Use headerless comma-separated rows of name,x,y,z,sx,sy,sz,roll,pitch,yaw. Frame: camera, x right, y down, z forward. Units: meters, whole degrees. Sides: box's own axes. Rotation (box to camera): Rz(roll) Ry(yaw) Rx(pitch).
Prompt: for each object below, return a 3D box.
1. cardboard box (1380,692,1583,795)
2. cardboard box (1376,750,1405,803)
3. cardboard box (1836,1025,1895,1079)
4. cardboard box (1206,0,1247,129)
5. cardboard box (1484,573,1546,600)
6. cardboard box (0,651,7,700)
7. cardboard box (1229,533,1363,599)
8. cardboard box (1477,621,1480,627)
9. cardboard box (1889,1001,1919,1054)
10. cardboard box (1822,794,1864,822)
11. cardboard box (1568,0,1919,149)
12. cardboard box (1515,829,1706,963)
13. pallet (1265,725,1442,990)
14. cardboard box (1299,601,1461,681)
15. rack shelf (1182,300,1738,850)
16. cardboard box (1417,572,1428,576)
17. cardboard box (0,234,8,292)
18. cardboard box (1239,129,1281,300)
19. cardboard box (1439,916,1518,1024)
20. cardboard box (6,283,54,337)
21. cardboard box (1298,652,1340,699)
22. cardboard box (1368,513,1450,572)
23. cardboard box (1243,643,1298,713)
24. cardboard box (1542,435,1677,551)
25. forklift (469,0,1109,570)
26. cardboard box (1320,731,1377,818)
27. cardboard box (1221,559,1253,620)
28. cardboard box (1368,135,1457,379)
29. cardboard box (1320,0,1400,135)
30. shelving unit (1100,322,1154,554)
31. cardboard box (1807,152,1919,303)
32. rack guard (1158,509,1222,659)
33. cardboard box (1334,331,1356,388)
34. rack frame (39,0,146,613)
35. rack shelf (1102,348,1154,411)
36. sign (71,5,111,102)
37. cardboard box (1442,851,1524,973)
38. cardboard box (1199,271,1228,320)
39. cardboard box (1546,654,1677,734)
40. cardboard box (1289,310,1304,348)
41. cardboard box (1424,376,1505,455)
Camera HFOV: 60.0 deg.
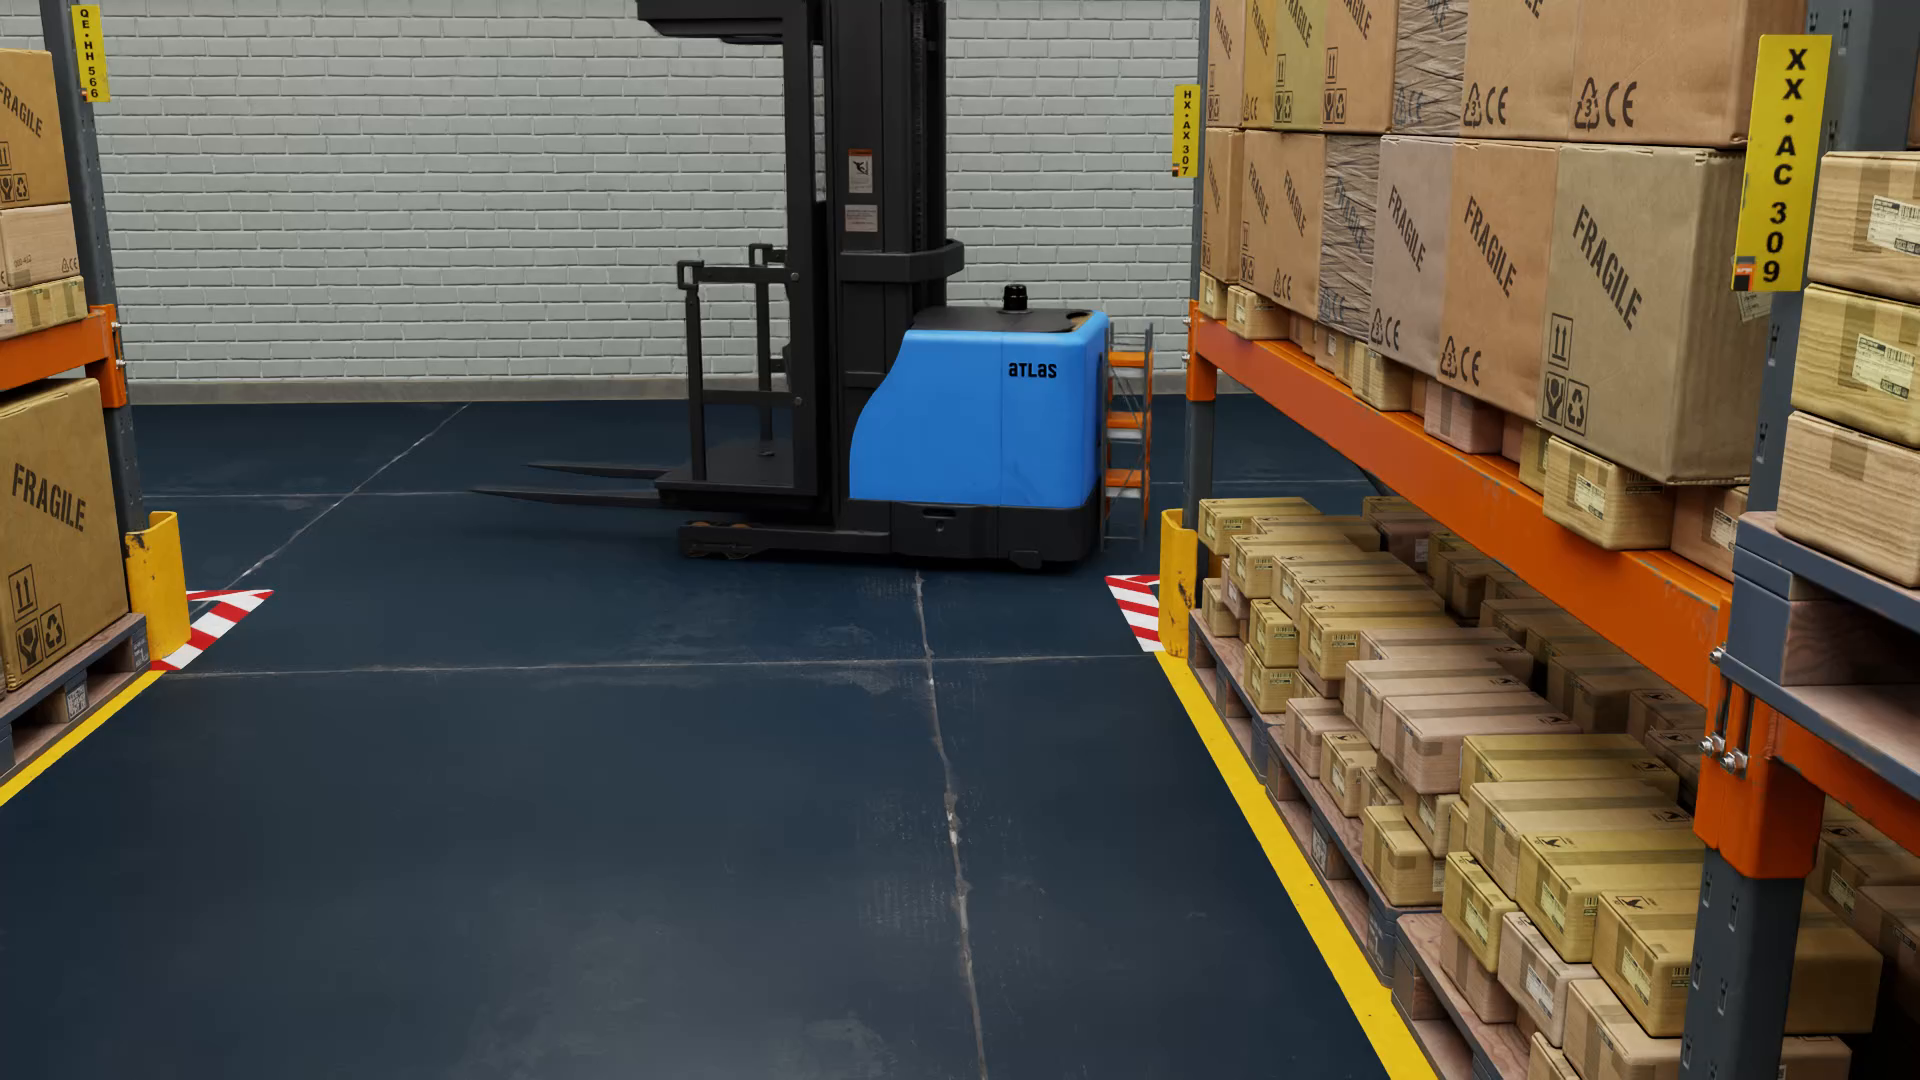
cardboard box,1.207,0.469,3.868,0.380,0.149,0.250,-2,15,-6
cardboard box,1.264,0.553,4.138,0.380,0.149,0.250,-2,15,-6
cardboard box,1.895,0.936,3.246,0.380,0.149,0.250,0,14,-2
cardboard box,1.129,-1.635,5.557,0.500,0.500,0.500,-1,14,-4
cardboard box,1.778,0.200,4.913,0.380,0.149,0.250,0,14,-1
cardboard box,-3.415,0.187,4.700,0.875,0.875,0.875,-1,14,-3
cardboard box,1.084,0.082,5.372,0.380,0.149,0.250,-1,14,-4
cardboard box,1.762,0.344,4.951,0.380,0.149,0.250,-1,14,-3
cardboard box,1.911,0.859,2.950,0.380,0.149,0.250,0,14,-1
cardboard box,1.776,0.590,3.400,0.380,0.149,0.250,-1,14,-4
cardboard box,1.315,-0.869,2.578,0.500,0.500,0.500,-1,14,-5
cardboard box,1.276,0.663,3.116,0.380,0.149,0.250,-1,14,-3
pallet,1.458,0.801,4.491,1.003,0.211,1.213,-1,14,-3
cardboard box,1.161,0.278,4.612,0.380,0.149,0.250,-1,14,-3
rack shelf,1.490,-0.228,4.337,1.077,0.370,4.000,-1,14,-3
cardboard box,1.646,0.152,5.698,0.380,0.149,0.250,-1,14,-5
cardboard box,-3.265,-0.851,5.019,0.500,0.250,0.500,-1,14,-4
cardboard box,1.176,-1.018,5.165,0.500,0.500,0.500,-1,14,-3
cardboard box,1.236,0.875,3.483,0.380,0.149,0.250,-1,14,-5
cardboard box,-3.222,-0.753,5.436,0.380,0.149,0.250,-1,14,-3
cardboard box,1.225,0.352,4.920,0.380,0.149,0.250,-2,15,-6
cardboard box,1.610,0.006,5.667,0.380,0.149,0.250,-1,14,-2
cardboard box,1.105,0.429,5.216,0.380,0.149,0.250,-1,14,-3
cardboard box,1.238,-0.087,2.850,0.380,0.149,0.250,-1,14,-5
forklift,-0.839,-1.452,7.788,3.031,2.935,1.130,3,15,11
cardboard box,1.188,0.623,4.463,0.380,0.149,0.250,-1,14,-3
cardboard box,1.103,0.163,5.657,0.380,0.149,0.250,-1,14,-4
cardboard box,1.241,-0.640,3.698,0.500,0.500,0.500,-1,14,-4
cardboard box,1.211,-1.253,4.073,0.500,0.500,0.500,-1,14,-5
shelving unit,0.780,-0.480,7.783,0.215,1.050,0.252,3,15,10
cardboard box,1.179,-0.344,1.811,0.380,0.149,0.250,0,14,-1
rack guard,1.371,0.156,6.419,1.175,0.500,0.348,-1,14,-3
cardboard box,1.206,-0.479,4.374,0.380,0.149,0.250,0,14,-1
rack frame,-3.591,-1.023,5.981,1.000,3.000,0.127,-1,14,-3
rack shelf,0.780,-0.744,7.715,0.215,0.259,0.240,3,15,10
sign,-3.048,-1.703,5.826,0.100,0.325,0.005,-1,14,-3
cardboard box,1.214,0.747,3.384,0.380,0.149,0.250,-1,14,-5
cardboard box,1.059,-0.867,5.879,0.380,0.149,0.250,-1,14,-4
cardboard box,1.704,0.394,4.160,0.380,0.149,0.250,-1,15,-6
cardboard box,1.232,-0.674,5.130,0.380,0.149,0.250,0,14,-1
cardboard box,1.243,-0.286,3.623,0.380,0.149,0.250,-2,15,-6
